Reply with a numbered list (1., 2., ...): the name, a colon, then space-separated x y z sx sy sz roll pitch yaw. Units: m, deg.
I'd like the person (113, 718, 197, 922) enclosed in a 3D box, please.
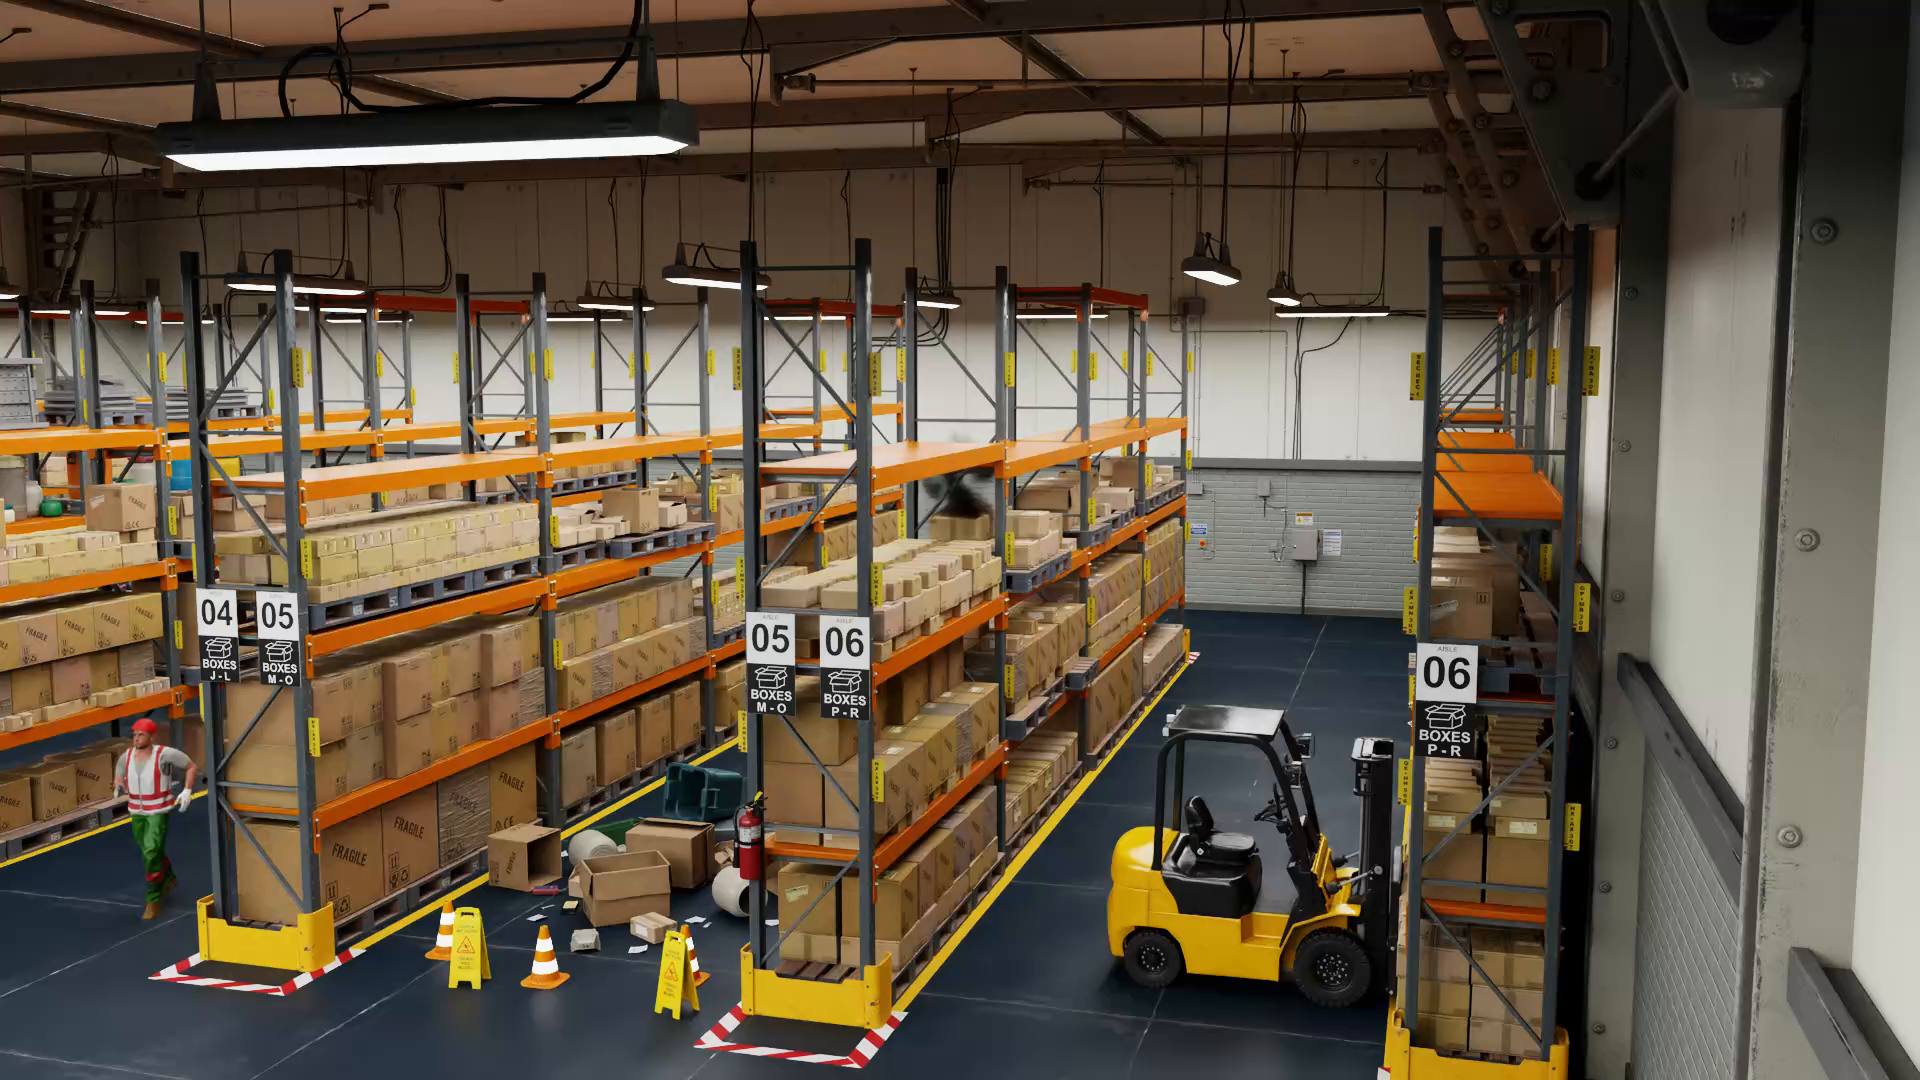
1. person: -7.498 2.564 15.449 0.686 1.863 0.781 1 6 8
